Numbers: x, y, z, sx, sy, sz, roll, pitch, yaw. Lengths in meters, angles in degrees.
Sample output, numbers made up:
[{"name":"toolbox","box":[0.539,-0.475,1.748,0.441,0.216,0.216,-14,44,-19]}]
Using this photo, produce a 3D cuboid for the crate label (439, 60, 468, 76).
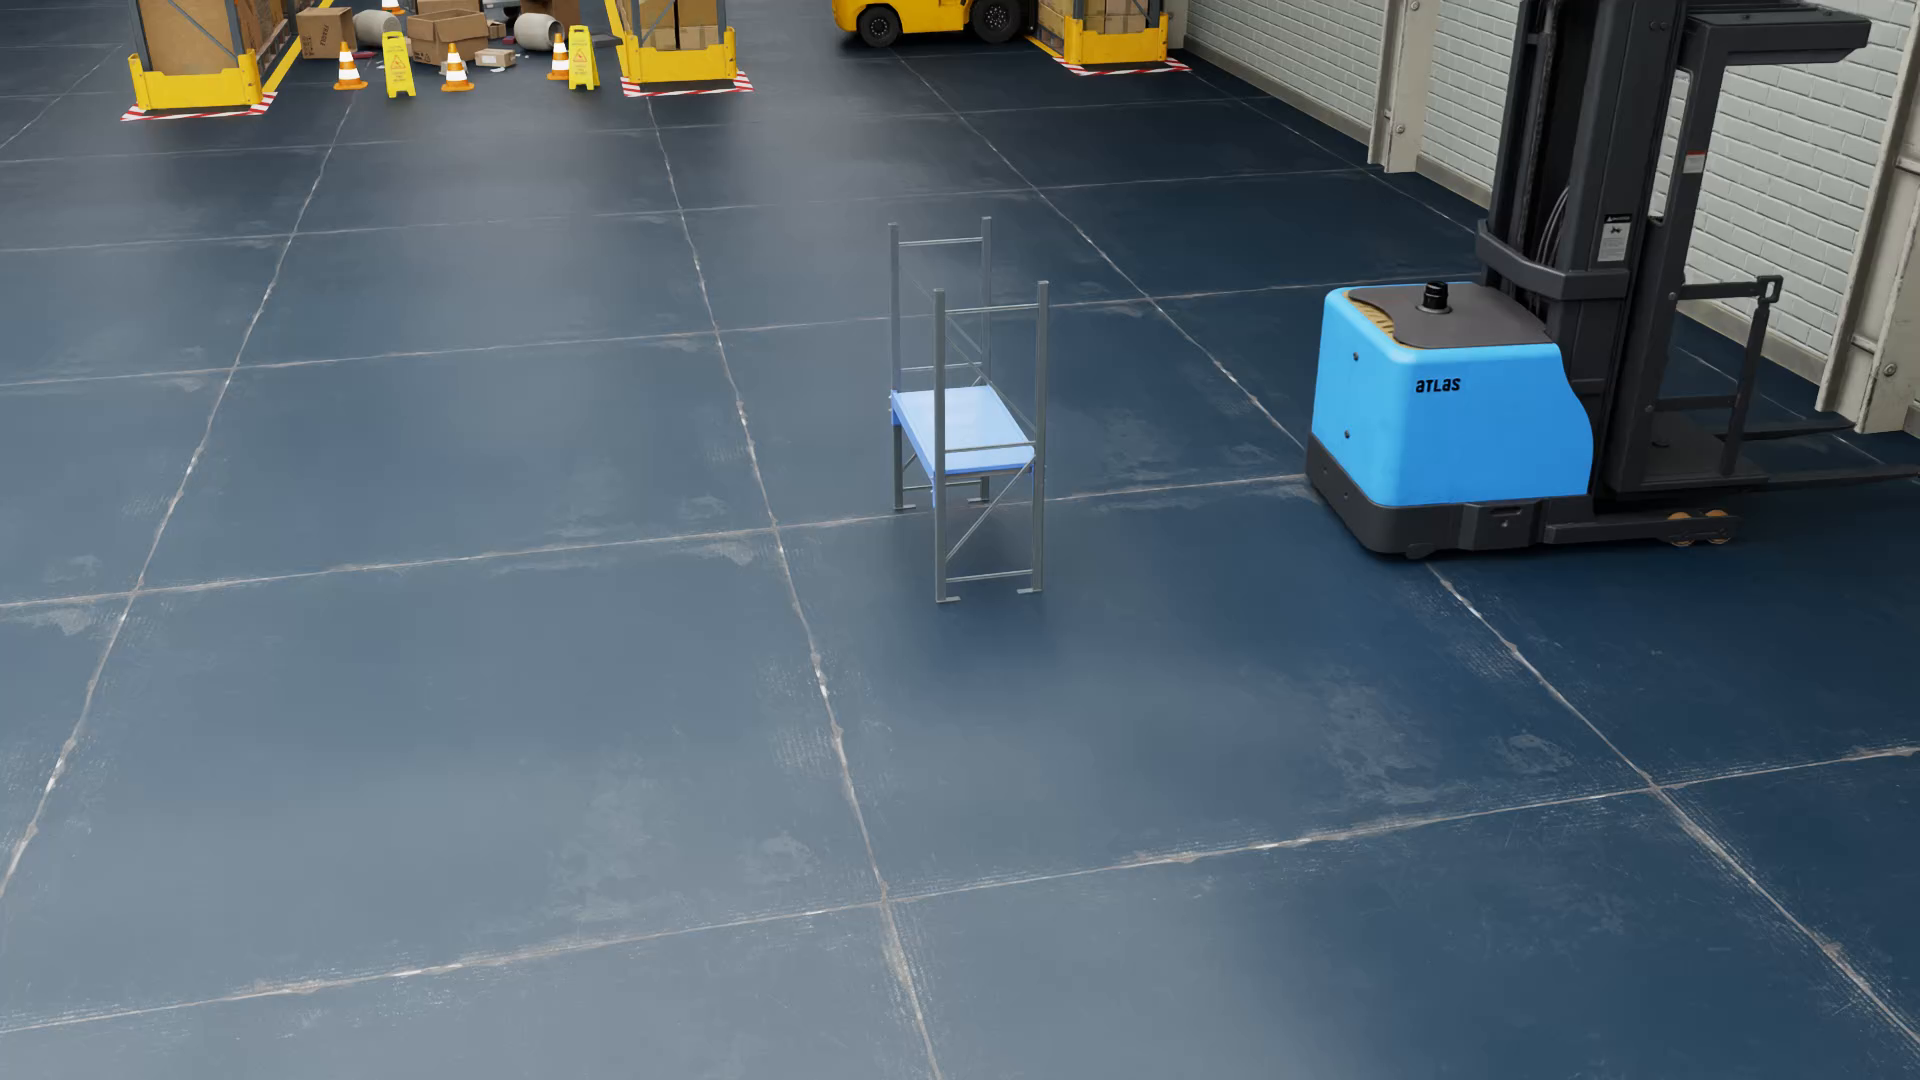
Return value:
[{"name":"crate label","box":[-5.638,-5.265,18.530,0.250,0.136,0.298,-23,35,-38]}]

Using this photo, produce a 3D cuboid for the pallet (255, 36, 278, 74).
[{"name":"pallet","box":[-8.369,-5.494,18.901,1.003,0.211,1.213,-6,27,-12]}]

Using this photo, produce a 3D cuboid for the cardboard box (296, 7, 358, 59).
[{"name":"cardboard box","box":[-7.393,-5.925,19.432,0.500,0.500,0.500,-1,27,-3]}]

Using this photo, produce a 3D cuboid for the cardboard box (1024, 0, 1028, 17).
[{"name":"cardboard box","box":[1.034,-6.714,20.808,0.500,0.250,0.500,-5,27,-10]}]

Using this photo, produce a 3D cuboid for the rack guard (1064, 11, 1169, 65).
[{"name":"rack guard","box":[1.799,-5.788,19.162,1.175,0.500,0.348,-6,27,-12]}]

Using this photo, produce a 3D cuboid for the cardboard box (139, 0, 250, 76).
[{"name":"cardboard box","box":[-8.058,-5.391,17.495,0.875,0.875,0.875,-6,27,-11]}]

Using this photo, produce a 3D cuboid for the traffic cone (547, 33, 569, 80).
[{"name":"traffic cone","box":[-4.395,-5.334,18.304,0.336,0.463,0.334,-6,27,-12]}]

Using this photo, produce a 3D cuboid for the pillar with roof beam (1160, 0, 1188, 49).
[{"name":"pillar with roof beam","box":[-1.679,-9.552,17.189,9.100,9.000,0.400,-6,27,-12]}]

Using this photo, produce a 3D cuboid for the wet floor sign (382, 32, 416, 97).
[{"name":"wet floor sign","box":[-5.906,-4.999,17.438,0.267,0.644,0.232,-11,29,-20]}]

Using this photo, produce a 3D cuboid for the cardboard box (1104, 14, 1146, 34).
[{"name":"cardboard box","box":[1.874,-6.110,19.611,0.500,0.250,0.500,-6,27,-11]}]

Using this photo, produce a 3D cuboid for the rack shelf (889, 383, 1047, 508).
[{"name":"rack shelf","box":[0.019,-0.472,7.919,0.538,0.185,1.000,-6,27,-12]}]

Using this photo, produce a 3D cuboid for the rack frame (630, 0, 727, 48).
[{"name":"rack frame","box":[-3.041,-6.408,17.618,1.000,3.000,0.127,-6,27,-12]}]

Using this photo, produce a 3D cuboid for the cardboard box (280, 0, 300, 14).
[{"name":"cardboard box","box":[-8.970,-7.064,20.947,1.050,0.750,0.750,-6,27,-12]}]

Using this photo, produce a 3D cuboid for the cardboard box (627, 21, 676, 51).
[{"name":"cardboard box","box":[-3.491,-5.707,18.813,0.500,0.250,0.500,-6,27,-12]}]

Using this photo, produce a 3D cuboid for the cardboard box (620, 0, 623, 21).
[{"name":"cardboard box","box":[-3.942,-6.605,20.592,0.500,0.250,0.500,-4,27,-9]}]

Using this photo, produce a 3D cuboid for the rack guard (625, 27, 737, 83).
[{"name":"rack guard","box":[-3.059,-5.326,18.247,1.175,0.500,0.348,-6,27,-12]}]

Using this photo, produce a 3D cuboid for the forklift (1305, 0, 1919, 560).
[{"name":"forklift","box":[3.385,-1.507,7.984,3.031,2.935,1.130,-4,27,-8]}]

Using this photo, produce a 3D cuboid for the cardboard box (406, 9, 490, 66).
[{"name":"cardboard box","box":[-5.904,-5.808,19.199,0.637,0.503,0.797,19,32,32]}]

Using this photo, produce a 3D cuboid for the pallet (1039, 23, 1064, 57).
[{"name":"pallet","box":[1.581,-6.001,19.905,1.003,0.211,1.213,-6,27,-12]}]

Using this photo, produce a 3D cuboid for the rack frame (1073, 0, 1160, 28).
[{"name":"rack frame","box":[1.794,-6.914,18.620,1.000,3.000,0.127,-6,27,-12]}]

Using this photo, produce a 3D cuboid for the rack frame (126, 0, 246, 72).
[{"name":"rack frame","box":[-7.841,-5.861,16.534,1.000,3.000,0.127,-6,27,-12]}]

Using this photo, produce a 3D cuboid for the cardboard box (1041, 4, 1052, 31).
[{"name":"cardboard box","box":[1.277,-6.268,19.924,0.500,0.250,0.500,-6,27,-12]}]

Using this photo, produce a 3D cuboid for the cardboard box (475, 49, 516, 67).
[{"name":"cardboard box","box":[-5.305,-5.506,18.993,0.380,0.149,0.250,8,28,15]}]

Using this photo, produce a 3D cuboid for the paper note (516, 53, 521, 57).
[{"name":"paper note","box":[-5.239,-5.679,19.480,0.148,0.019,0.142,3,27,6]}]

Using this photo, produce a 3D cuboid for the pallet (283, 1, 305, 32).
[{"name":"pallet","box":[-8.990,-6.704,21.297,1.003,0.211,1.213,-6,27,-12]}]

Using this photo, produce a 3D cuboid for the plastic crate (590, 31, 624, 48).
[{"name":"plastic crate","box":[-4.388,-6.089,20.224,0.402,0.080,0.583,-16,31,-29]}]

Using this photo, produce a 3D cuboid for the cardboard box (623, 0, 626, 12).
[{"name":"cardboard box","box":[-3.704,-6.479,19.512,0.500,0.500,0.500,-7,28,-13]}]

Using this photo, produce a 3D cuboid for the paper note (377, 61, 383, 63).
[{"name":"paper note","box":[-6.678,-5.500,19.135,0.032,0.001,0.123,8,28,15]}]

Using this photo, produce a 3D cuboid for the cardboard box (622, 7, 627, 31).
[{"name":"cardboard box","box":[-3.718,-6.153,19.698,0.500,0.250,0.500,-7,28,-13]}]

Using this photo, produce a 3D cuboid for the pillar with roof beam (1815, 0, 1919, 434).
[{"name":"pillar with roof beam","box":[1.025,-4.284,6.751,9.100,9.000,0.400,-6,27,-12]}]

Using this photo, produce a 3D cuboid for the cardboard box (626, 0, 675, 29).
[{"name":"cardboard box","box":[-3.476,-6.028,18.618,0.500,0.500,0.500,-6,27,-11]}]

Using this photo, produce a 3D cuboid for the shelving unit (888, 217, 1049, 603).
[{"name":"shelving unit","box":[0.019,-0.632,7.838,0.538,1.500,1.048,-6,27,-12]}]

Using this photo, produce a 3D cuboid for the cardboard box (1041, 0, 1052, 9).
[{"name":"cardboard box","box":[1.277,-6.501,19.831,0.500,0.250,0.500,-6,27,-12]}]

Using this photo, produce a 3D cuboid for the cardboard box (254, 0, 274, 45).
[{"name":"cardboard box","box":[-8.462,-6.178,19.053,0.875,0.875,0.875,-6,27,-11]}]

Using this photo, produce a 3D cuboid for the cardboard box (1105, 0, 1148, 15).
[{"name":"cardboard box","box":[1.890,-6.325,19.483,0.500,0.250,0.500,-5,27,-11]}]

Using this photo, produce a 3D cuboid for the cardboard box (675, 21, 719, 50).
[{"name":"cardboard box","box":[-2.954,-5.751,18.900,0.500,0.250,0.500,-6,27,-12]}]

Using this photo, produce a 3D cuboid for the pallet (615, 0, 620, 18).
[{"name":"pallet","box":[-4.120,-7.261,22.402,1.003,0.211,1.213,-6,27,-12]}]

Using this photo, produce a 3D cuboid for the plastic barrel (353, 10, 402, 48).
[{"name":"plastic barrel","box":[-6.993,-6.125,19.915,0.512,0.421,0.421,13,30,24]}]

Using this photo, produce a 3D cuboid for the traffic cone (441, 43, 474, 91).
[{"name":"traffic cone","box":[-5.400,-5.072,17.785,0.336,0.463,0.334,-6,27,-12]}]

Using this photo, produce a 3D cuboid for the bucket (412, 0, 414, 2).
[{"name":"bucket","box":[-6.466,-7.009,20.754,0.726,0.611,0.620,3,17,6]}]

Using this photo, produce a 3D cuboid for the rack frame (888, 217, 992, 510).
[{"name":"rack frame","box":[-0.095,-0.855,8.280,0.500,1.500,0.032,-6,27,-12]}]

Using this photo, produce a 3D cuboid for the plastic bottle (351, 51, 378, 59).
[{"name":"plastic bottle","box":[-6.950,-5.660,19.395,0.283,0.061,0.133,-16,31,-29]}]
